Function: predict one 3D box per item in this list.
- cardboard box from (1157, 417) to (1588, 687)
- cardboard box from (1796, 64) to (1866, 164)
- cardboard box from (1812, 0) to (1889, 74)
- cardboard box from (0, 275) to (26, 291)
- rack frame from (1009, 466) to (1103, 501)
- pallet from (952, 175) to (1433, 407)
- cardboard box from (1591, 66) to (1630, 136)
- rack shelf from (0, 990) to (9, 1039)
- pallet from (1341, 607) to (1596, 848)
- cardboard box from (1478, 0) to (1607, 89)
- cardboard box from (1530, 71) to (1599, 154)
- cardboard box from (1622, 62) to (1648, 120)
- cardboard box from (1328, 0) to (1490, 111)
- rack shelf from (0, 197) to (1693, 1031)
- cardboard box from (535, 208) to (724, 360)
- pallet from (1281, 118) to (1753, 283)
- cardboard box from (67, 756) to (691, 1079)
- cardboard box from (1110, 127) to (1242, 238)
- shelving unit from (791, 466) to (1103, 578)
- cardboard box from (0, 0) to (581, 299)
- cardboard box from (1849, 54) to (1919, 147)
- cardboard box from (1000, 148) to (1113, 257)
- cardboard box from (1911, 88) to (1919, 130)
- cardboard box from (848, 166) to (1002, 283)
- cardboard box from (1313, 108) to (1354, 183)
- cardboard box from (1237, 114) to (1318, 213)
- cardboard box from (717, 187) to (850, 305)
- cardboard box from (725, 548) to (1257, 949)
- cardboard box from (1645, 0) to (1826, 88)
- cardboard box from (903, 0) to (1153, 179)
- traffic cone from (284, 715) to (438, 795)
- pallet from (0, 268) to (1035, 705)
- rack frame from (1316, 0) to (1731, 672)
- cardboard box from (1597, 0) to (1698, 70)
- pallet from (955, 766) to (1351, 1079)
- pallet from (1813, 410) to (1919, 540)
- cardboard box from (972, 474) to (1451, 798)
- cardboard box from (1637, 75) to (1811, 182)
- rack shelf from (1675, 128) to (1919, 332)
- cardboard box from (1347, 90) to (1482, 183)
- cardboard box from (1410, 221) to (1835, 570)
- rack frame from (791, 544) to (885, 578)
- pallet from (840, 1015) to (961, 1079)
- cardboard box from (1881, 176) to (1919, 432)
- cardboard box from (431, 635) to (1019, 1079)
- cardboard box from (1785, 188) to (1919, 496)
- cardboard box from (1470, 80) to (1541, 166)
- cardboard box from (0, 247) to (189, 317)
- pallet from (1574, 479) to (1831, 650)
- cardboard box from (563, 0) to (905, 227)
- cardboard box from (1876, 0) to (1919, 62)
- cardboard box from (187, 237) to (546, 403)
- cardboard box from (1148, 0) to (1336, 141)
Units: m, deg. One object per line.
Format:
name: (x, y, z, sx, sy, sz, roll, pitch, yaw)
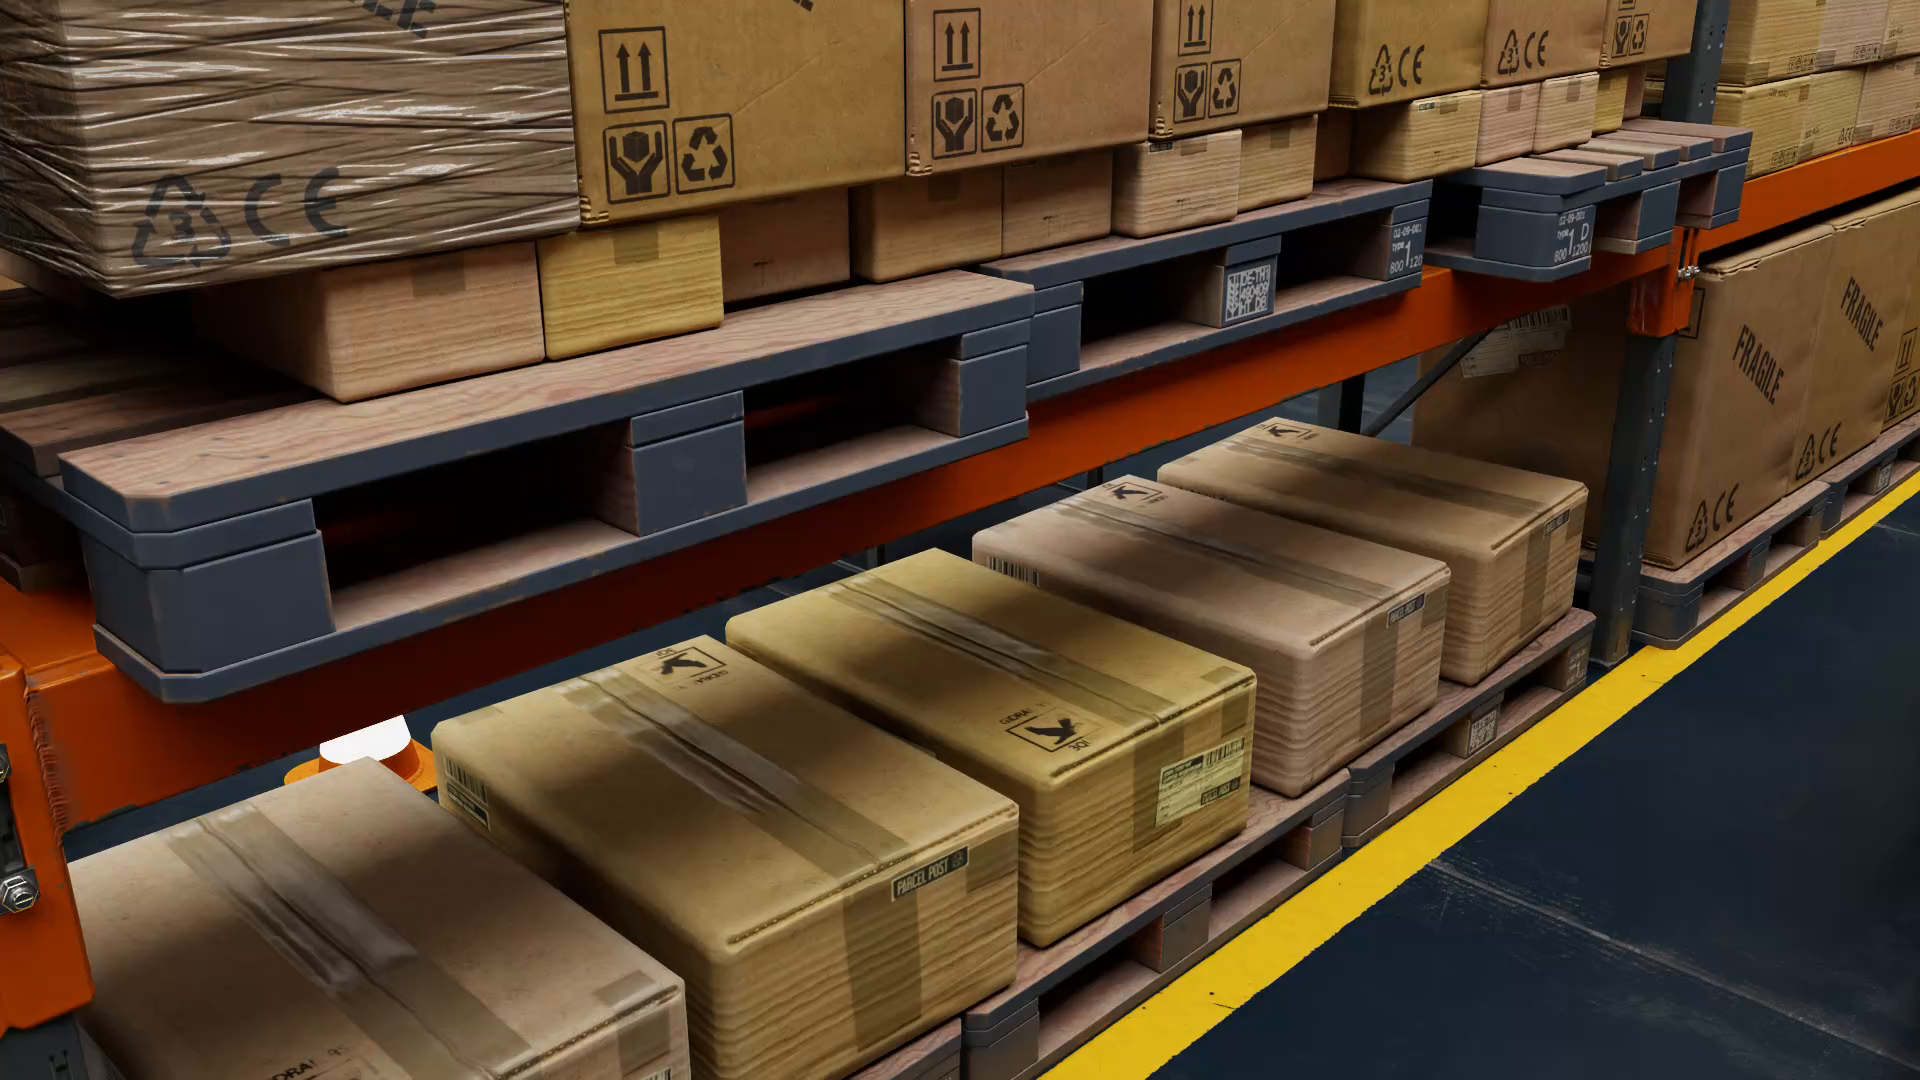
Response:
cardboard box: (1.087, -0.002, 4.477, 0.950, 0.372, 0.625, 17, 27, 37)
cardboard box: (2.356, -1.305, 4.998, 0.500, 0.250, 0.500, 18, 28, 39)
cardboard box: (2.380, -1.540, 4.913, 0.500, 0.250, 0.500, -19, 28, -41)
cardboard box: (-3.875, -0.935, 6.378, 1.050, 0.750, 0.750, 19, 28, 41)
rack frame: (0.295, -0.809, 5.588, 0.500, 1.500, 0.032, 19, 28, 41)
pallet: (0.137, -0.567, 3.136, 1.003, 0.211, 1.213, 19, 28, 41)
cardboard box: (1.293, -1.024, 3.823, 0.250, 0.149, 0.380, -20, 28, -41)
rack shelf: (-2.697, 0.702, 0.569, 1.077, 0.370, 4.000, 19, 28, 41)
pallet: (0.942, 0.326, 4.431, 1.003, 0.211, 1.213, 19, 28, 41)
cardboard box: (1.018, -1.235, 3.468, 0.500, 0.500, 0.500, 19, 28, 40)
cardboard box: (1.150, -0.948, 3.626, 0.380, 0.149, 0.250, 19, 28, 40)
cardboard box: (1.428, -1.111, 4.050, 0.250, 0.149, 0.380, -19, 28, -40)
cardboard box: (0.667, -1.105, 3.130, 0.500, 0.500, 0.500, 17, 27, 37)
rack shelf: (0.093, -0.326, 3.244, 1.077, 0.370, 4.000, 19, 28, 41)
cardboard box: (-0.509, -0.351, 2.072, 0.250, 0.149, 0.380, -19, 28, -41)
pallet: (1.068, -0.876, 3.941, 1.213, 0.211, 1.003, 19, 28, 41)
cardboard box: (-0.938, 0.748, 2.526, 0.950, 0.372, 0.625, 20, 29, 41)
cardboard box: (0.239, -0.617, 2.765, 0.250, 0.149, 0.380, -19, 28, -40)
shelving unit: (-0.059, -0.678, 5.248, 0.538, 1.500, 1.048, 19, 28, 41)
cardboard box: (-0.769, -0.578, 1.758, 0.500, 0.500, 0.500, -19, 28, -41)
cardboard box: (2.726, -1.438, 5.345, 0.500, 0.250, 0.500, -19, 28, -40)
cardboard box: (0.017, -0.562, 2.621, 0.380, 0.149, 0.250, 20, 28, 41)
cardboard box: (3.068, -1.566, 5.677, 0.500, 0.250, 0.500, 19, 28, 41)
cardboard box: (-0.157, -0.499, 2.456, 0.250, 0.149, 0.380, -20, 28, -41)
cardboard box: (0.521, -0.778, 3.183, 0.380, 0.149, 0.250, 20, 28, 41)
cardboard box: (0.404, -0.693, 2.962, 0.380, 0.149, 0.250, 18, 27, 39)
cardboard box: (-0.366, -0.443, 2.312, 0.250, 0.149, 0.380, -18, 27, -39)
cardboard box: (0.045, 0.383, 3.475, 0.625, 0.372, 0.950, -19, 28, -40)
cardboard box: (2.019, -1.408, 4.568, 0.500, 0.250, 0.500, 19, 28, 40)
cardboard box: (-0.066, -0.830, 2.415, 0.500, 0.500, 0.500, 19, 28, 40)
traffic cone: (-1.440, 0.367, 3.973, 0.336, 0.463, 0.334, 19, 28, 41)
pallet: (-0.664, -0.218, 2.228, 1.003, 0.211, 1.213, 19, 28, 41)
rack frame: (1.489, -1.176, 4.453, 1.000, 3.000, 0.127, 19, 28, 41)
cardboard box: (1.371, -1.371, 3.821, 0.500, 0.500, 0.500, 18, 28, 39)
pallet: (0.091, 0.638, 3.619, 1.003, 0.211, 1.213, 19, 28, 41)
pallet: (2.944, -0.370, 6.243, 1.003, 0.211, 1.213, 19, 28, 41)
cardboard box: (0.578, 0.189, 3.979, 0.950, 0.372, 0.625, 19, 28, 40)
cardboard box: (2.010, -1.169, 4.643, 0.500, 0.250, 0.500, 19, 28, 40)
rack shelf: (2.884, -1.354, 5.919, 1.077, 0.370, 4.000, 19, 28, 41)
cardboard box: (0.786, -0.811, 3.269, 0.250, 0.149, 0.380, -20, 28, -41)
cardboard box: (2.030, -0.537, 5.166, 0.875, 0.875, 0.875, 19, 28, 40)
rack frame: (-0.414, -0.547, 4.908, 0.500, 1.500, 0.032, 19, 28, 41)
pallet: (-0.760, 0.954, 2.799, 1.003, 0.211, 1.213, 19, 28, 41)
cardboard box: (3.279, -0.995, 6.358, 0.875, 0.875, 0.875, -19, 28, -40)
cardboard box: (-0.439, 0.562, 3.009, 0.625, 0.372, 0.950, -18, 27, -39)
cardboard box: (2.655, -0.765, 5.760, 0.875, 0.875, 0.875, 20, 29, 41)
cardboard box: (0.968, -0.886, 3.463, 0.380, 0.149, 0.250, 18, 27, 38)
cardboard box: (-1.141, -0.428, 2.271, 0.250, 0.149, 0.380, -20, 28, -41)
pallet: (2.093, -0.058, 5.431, 1.003, 0.211, 1.213, 19, 28, 41)
cardboard box: (-0.420, -0.707, 2.093, 0.500, 0.500, 0.500, 19, 28, 41)
cardboard box: (2.737, -1.665, 5.238, 0.500, 0.250, 0.500, 19, 28, 40)
cardboard box: (-0.690, -0.289, 1.911, 0.250, 0.149, 0.380, -20, 28, -41)
cardboard box: (0.285, -0.965, 2.765, 0.500, 0.500, 0.500, 18, 27, 39)
